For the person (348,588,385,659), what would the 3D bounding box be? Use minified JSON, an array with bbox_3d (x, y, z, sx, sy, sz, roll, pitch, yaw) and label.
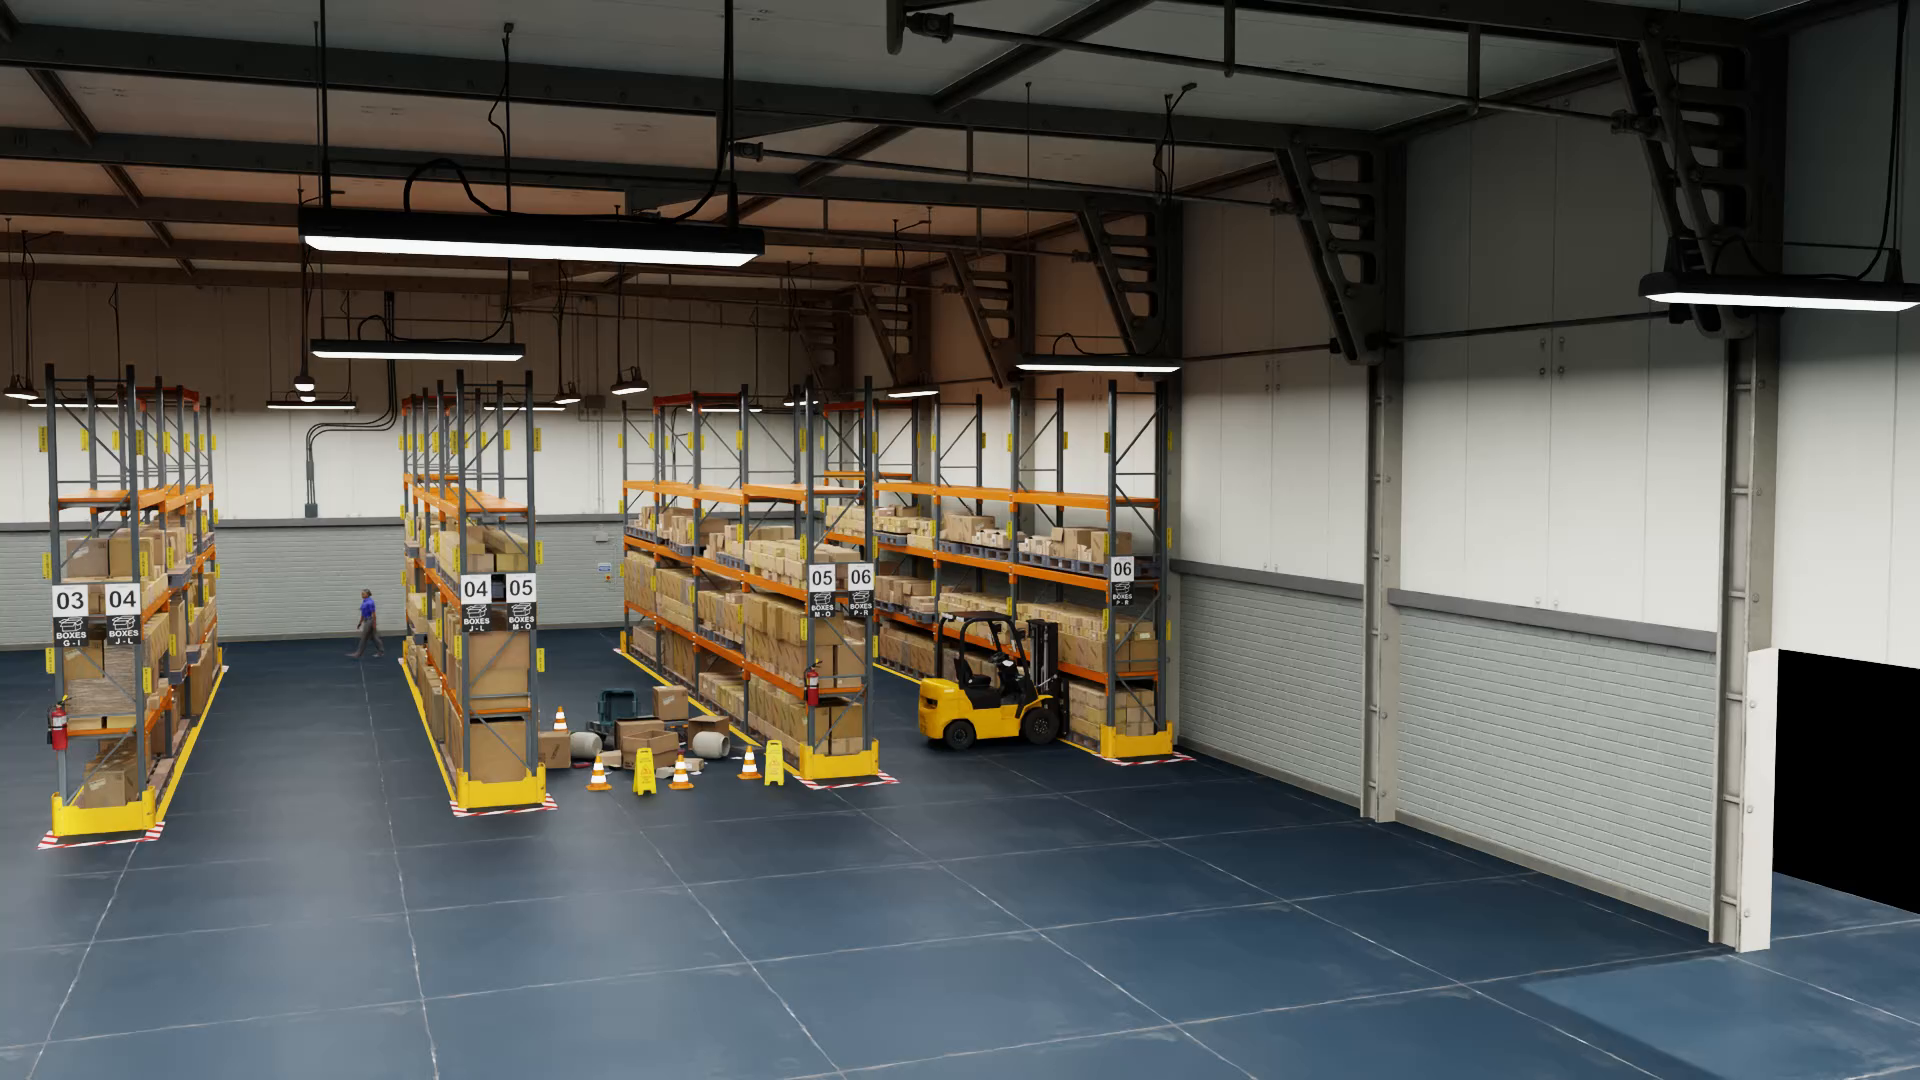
[{"bbox_3d":[-13.782,1.928,38.573,0.885,1.620,0.464,-2,4,-37],"label":"person"}]
